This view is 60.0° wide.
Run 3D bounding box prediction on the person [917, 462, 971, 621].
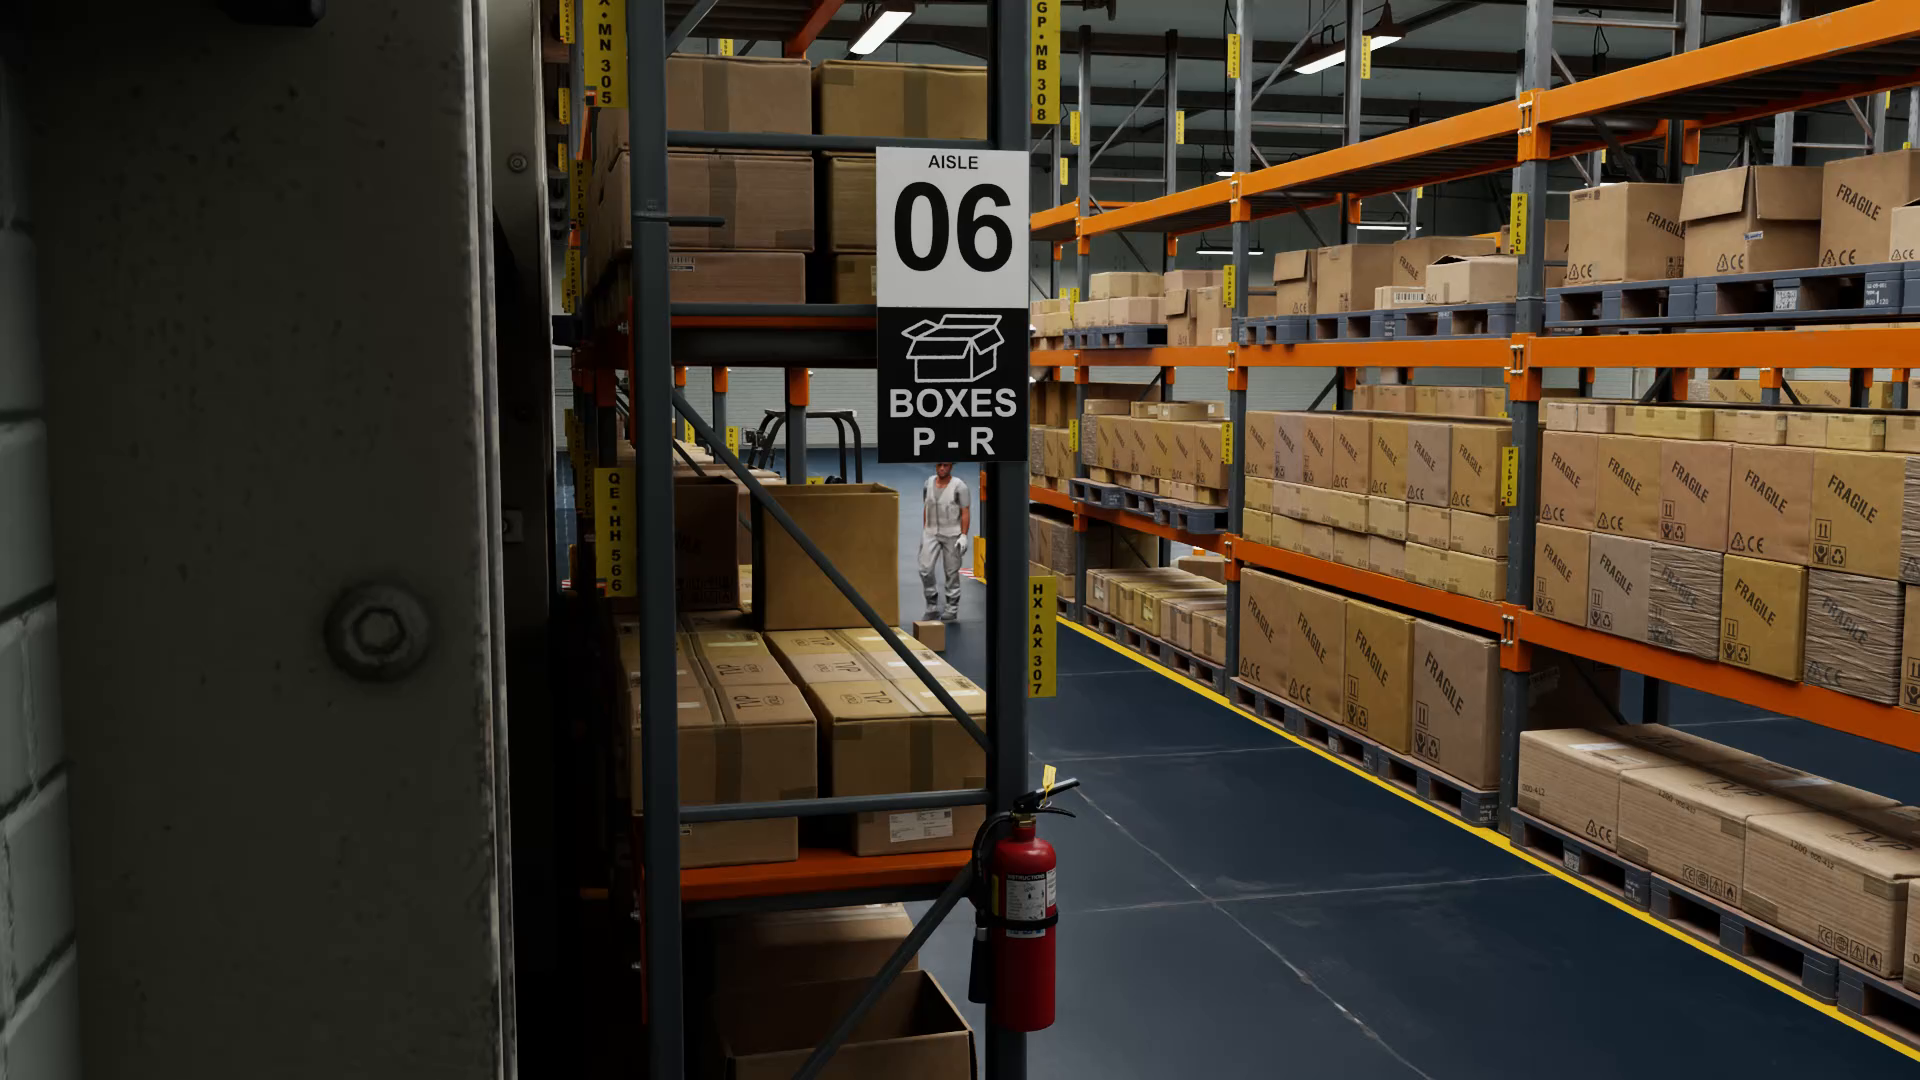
[{"bbox_3d":[-0.157,-0.028,16.958,0.583,1.791,0.548,2,6,20],"label":"person"}]
